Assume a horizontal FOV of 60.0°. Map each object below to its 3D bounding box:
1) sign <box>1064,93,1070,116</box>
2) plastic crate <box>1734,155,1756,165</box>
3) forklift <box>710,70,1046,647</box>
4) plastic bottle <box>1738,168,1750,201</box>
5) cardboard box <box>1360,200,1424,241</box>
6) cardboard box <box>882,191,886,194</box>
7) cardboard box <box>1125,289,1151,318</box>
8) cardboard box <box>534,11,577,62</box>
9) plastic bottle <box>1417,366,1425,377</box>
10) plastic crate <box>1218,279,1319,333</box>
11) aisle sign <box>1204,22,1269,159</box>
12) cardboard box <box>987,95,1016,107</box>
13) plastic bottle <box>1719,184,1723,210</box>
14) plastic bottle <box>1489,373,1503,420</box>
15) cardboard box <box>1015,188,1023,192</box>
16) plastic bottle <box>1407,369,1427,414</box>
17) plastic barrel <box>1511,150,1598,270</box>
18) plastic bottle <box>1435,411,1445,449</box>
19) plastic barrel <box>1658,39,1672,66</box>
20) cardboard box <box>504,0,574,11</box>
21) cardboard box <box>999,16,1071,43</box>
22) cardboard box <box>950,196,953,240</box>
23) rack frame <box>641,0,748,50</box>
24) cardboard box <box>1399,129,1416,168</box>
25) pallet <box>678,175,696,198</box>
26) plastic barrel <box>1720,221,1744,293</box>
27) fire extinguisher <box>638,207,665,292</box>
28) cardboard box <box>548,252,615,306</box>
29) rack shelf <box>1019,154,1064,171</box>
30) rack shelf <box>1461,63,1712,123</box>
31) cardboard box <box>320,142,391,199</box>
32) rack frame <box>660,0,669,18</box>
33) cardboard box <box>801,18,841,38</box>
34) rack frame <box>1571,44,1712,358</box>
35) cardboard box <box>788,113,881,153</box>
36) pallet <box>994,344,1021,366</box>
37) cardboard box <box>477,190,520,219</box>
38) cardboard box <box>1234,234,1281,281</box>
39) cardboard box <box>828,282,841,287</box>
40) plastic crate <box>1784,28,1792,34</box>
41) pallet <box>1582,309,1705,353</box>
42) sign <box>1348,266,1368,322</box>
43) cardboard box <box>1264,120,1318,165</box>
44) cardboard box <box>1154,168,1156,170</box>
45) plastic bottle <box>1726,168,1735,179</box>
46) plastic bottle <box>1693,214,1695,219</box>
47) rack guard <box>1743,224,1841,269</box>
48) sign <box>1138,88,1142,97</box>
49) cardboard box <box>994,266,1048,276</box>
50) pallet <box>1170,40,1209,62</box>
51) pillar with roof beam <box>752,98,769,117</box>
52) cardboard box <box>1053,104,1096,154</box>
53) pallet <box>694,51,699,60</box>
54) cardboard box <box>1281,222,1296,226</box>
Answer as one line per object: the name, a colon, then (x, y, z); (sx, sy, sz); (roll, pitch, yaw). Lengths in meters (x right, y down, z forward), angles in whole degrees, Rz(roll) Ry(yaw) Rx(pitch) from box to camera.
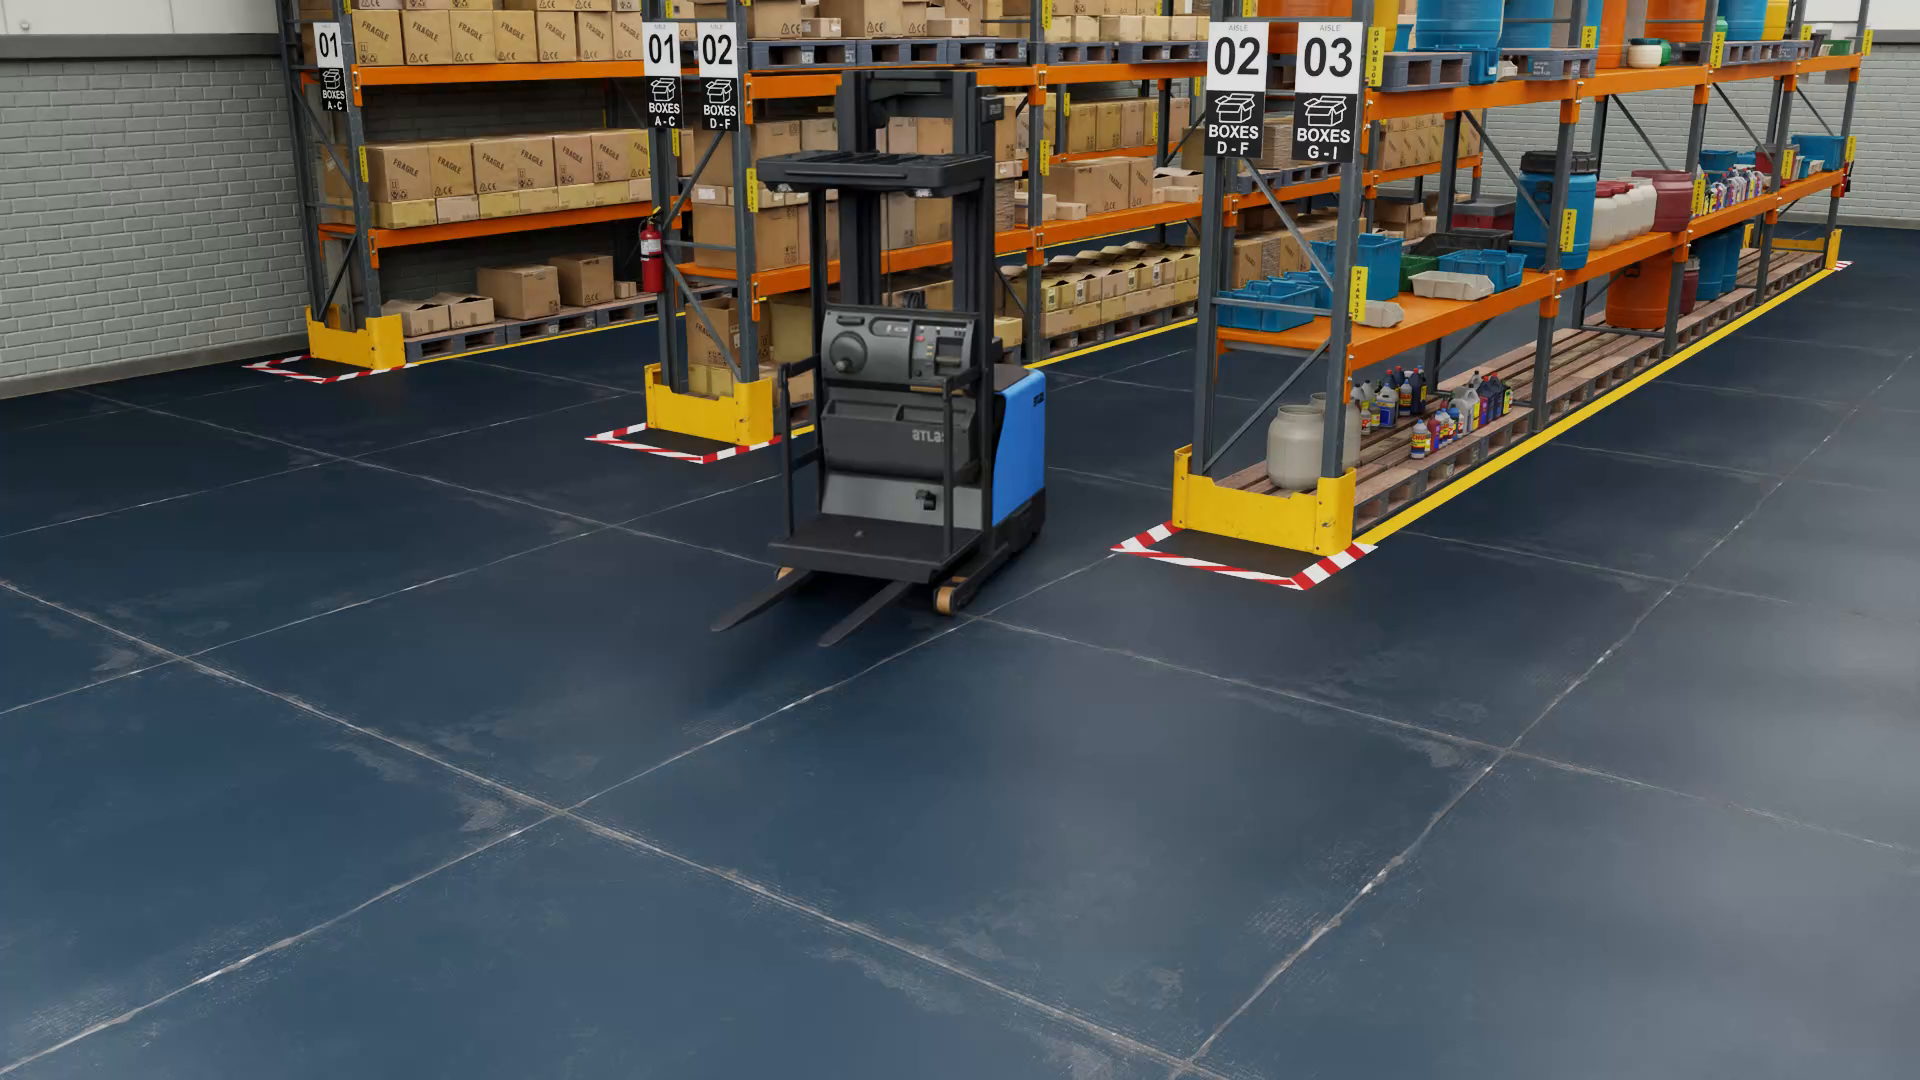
sign: (1.583, -6.472, 24.708); (0.100, 0.325, 0.005); (12, 21, 35)
plastic crate: (10.106, -4.816, 21.374); (0.416, 0.233, 0.300); (12, 21, 35)
forklift: (-0.434, -1.112, 9.383); (1.130, 2.935, 3.031); (6, 18, 20)
plastic bottle: (8.703, -3.955, 18.506); (0.144, 0.351, 0.185); (12, 21, 35)
cardboard box: (6.237, -4.642, 24.102); (0.797, 0.503, 0.637); (12, 21, 35)
cardboard box: (-0.855, -3.038, 14.206); (0.380, 0.149, 0.250); (12, 21, 34)
cardboard box: (1.711, -2.577, 17.911); (0.500, 0.250, 0.500); (13, 21, 36)
cardboard box: (-4.339, -5.214, 17.216); (0.500, 0.500, 0.500); (11, 21, 33)
plastic bottle: (3.789, -1.303, 13.741); (0.097, 0.271, 0.097); (0, 17, 0)
plastic crate: (2.006, -1.543, 10.905); (0.499, 0.251, 0.616); (12, 21, 35)
aisle sign: (1.666, -2.719, 10.057); (0.394, 0.787, 0.004); (12, 21, 35)
cardboard box: (0.452, -6.210, 23.715); (0.500, 0.250, 0.500); (13, 21, 36)
plastic bottle: (8.011, -3.629, 17.590); (0.097, 0.271, 0.097); (0, 17, 0)
plastic bottle: (4.179, -1.135, 13.066); (0.144, 0.351, 0.185); (12, 21, 33)
cardboard box: (0.732, -3.448, 17.017); (0.396, 0.266, 0.258); (12, 21, 33)
plastic bottle: (3.633, -1.195, 13.259); (0.144, 0.351, 0.185); (12, 21, 35)
plastic barrel: (4.805, -2.672, 13.446); (0.600, 0.901, 0.708); (12, 21, 35)
plastic bottle: (3.483, -0.807, 12.144); (0.097, 0.271, 0.097); (0, 17, 0)
plastic barrel: (6.609, -4.638, 15.824); (0.294, 0.245, 0.294); (0, 17, 0)
cardboard box: (-4.327, -5.686, 17.051); (0.500, 0.500, 0.500); (12, 21, 33)
cardboard box: (0.730, -4.977, 16.200); (0.500, 0.250, 0.500); (15, 23, 40)
cardboard box: (-0.213, -3.085, 15.451); (0.700, 0.500, 0.500); (12, 21, 34)
rack frame: (-2.028, -5.183, 12.260); (1.000, 3.000, 0.127); (12, 21, 35)
cardboard box: (5.947, -5.420, 22.969); (0.500, 0.500, 0.500); (13, 21, 36)
pallet: (-3.053, -4.210, 19.566); (1.003, 0.211, 1.213); (12, 21, 35)
plastic barrel: (8.760, -3.372, 19.373); (0.600, 0.901, 0.708); (12, 21, 35)
fire extinguisher: (-2.471, -2.335, 13.335); (0.296, 0.674, 0.183); (12, 21, 35)
cardboard box: (-4.211, -2.907, 18.520); (0.500, 0.500, 0.500); (11, 20, 31)
rack shelf: (-0.050, -5.231, 23.742); (1.077, 0.370, 4.000); (12, 21, 35)
rack shelf: (5.523, -3.960, 14.592); (1.077, 0.370, 4.000); (12, 21, 35)
cardboard box: (-5.898, -3.638, 16.356); (0.500, 0.500, 0.500); (12, 21, 34)
rack frame: (-3.625, -7.010, 18.144); (1.000, 3.000, 0.127); (12, 21, 35)
cardboard box: (-1.185, -4.147, 13.461); (0.380, 0.149, 0.250); (12, 21, 35)
rack frame: (6.715, -3.347, 16.464); (1.000, 3.000, 0.127); (12, 21, 35)
cardboard box: (-1.099, -3.353, 14.128); (0.700, 0.500, 0.500); (13, 21, 35)
pallet: (-0.152, -1.757, 16.045); (1.003, 0.211, 1.213); (12, 21, 35)
cardboard box: (-4.856, -3.437, 16.972); (0.500, 0.250, 0.500); (12, 21, 34)
cardboard box: (3.547, -3.423, 20.182); (0.500, 0.500, 0.500); (12, 21, 33)
cardboard box: (-1.064, -2.103, 15.123); (0.500, 0.500, 0.500); (12, 21, 35)
plastic crate: (10.350, -6.340, 21.149); (0.504, 0.338, 0.767); (12, 21, 35)
pallet: (7.151, -2.211, 17.506); (1.003, 0.211, 1.213); (12, 21, 35)
sign: (2.387, -1.476, 9.971); (0.100, 0.325, 0.005); (12, 21, 35)
cardboard box: (4.119, -4.993, 20.886); (0.700, 0.500, 0.500); (7, 19, 21)
cardboard box: (3.102, -6.200, 28.066); (0.380, 0.149, 0.250); (13, 21, 35)
plastic bottle: (8.587, -3.981, 18.589); (0.144, 0.351, 0.185); (12, 21, 35)
plastic bottle: (7.381, -3.344, 16.790); (0.097, 0.201, 0.097); (0, 17, 0)
rack guard: (11.485, -4.067, 22.997); (1.175, 0.500, 0.348); (12, 21, 35)
sign: (3.083, -7.554, 28.418); (0.100, 0.325, 0.005); (12, 21, 35)
cardboard box: (0.671, -2.698, 17.357); (0.500, 0.311, 0.500); (13, 22, 36)
pallet: (2.406, -5.388, 18.297); (1.213, 0.211, 1.003); (14, 22, 37)
pillar with roof beam: (0.746, -7.045, 18.257); (9.100, 9.000, 0.400); (12, 21, 35)
cardboard box: (1.478, -6.320, 25.532); (0.980, 0.700, 0.700); (13, 21, 36)
pallet: (-3.172, -5.616, 19.030); (1.213, 0.211, 1.003); (12, 21, 35)
cardboard box: (4.025, -3.873, 21.632); (0.500, 0.500, 0.500); (13, 21, 35)
